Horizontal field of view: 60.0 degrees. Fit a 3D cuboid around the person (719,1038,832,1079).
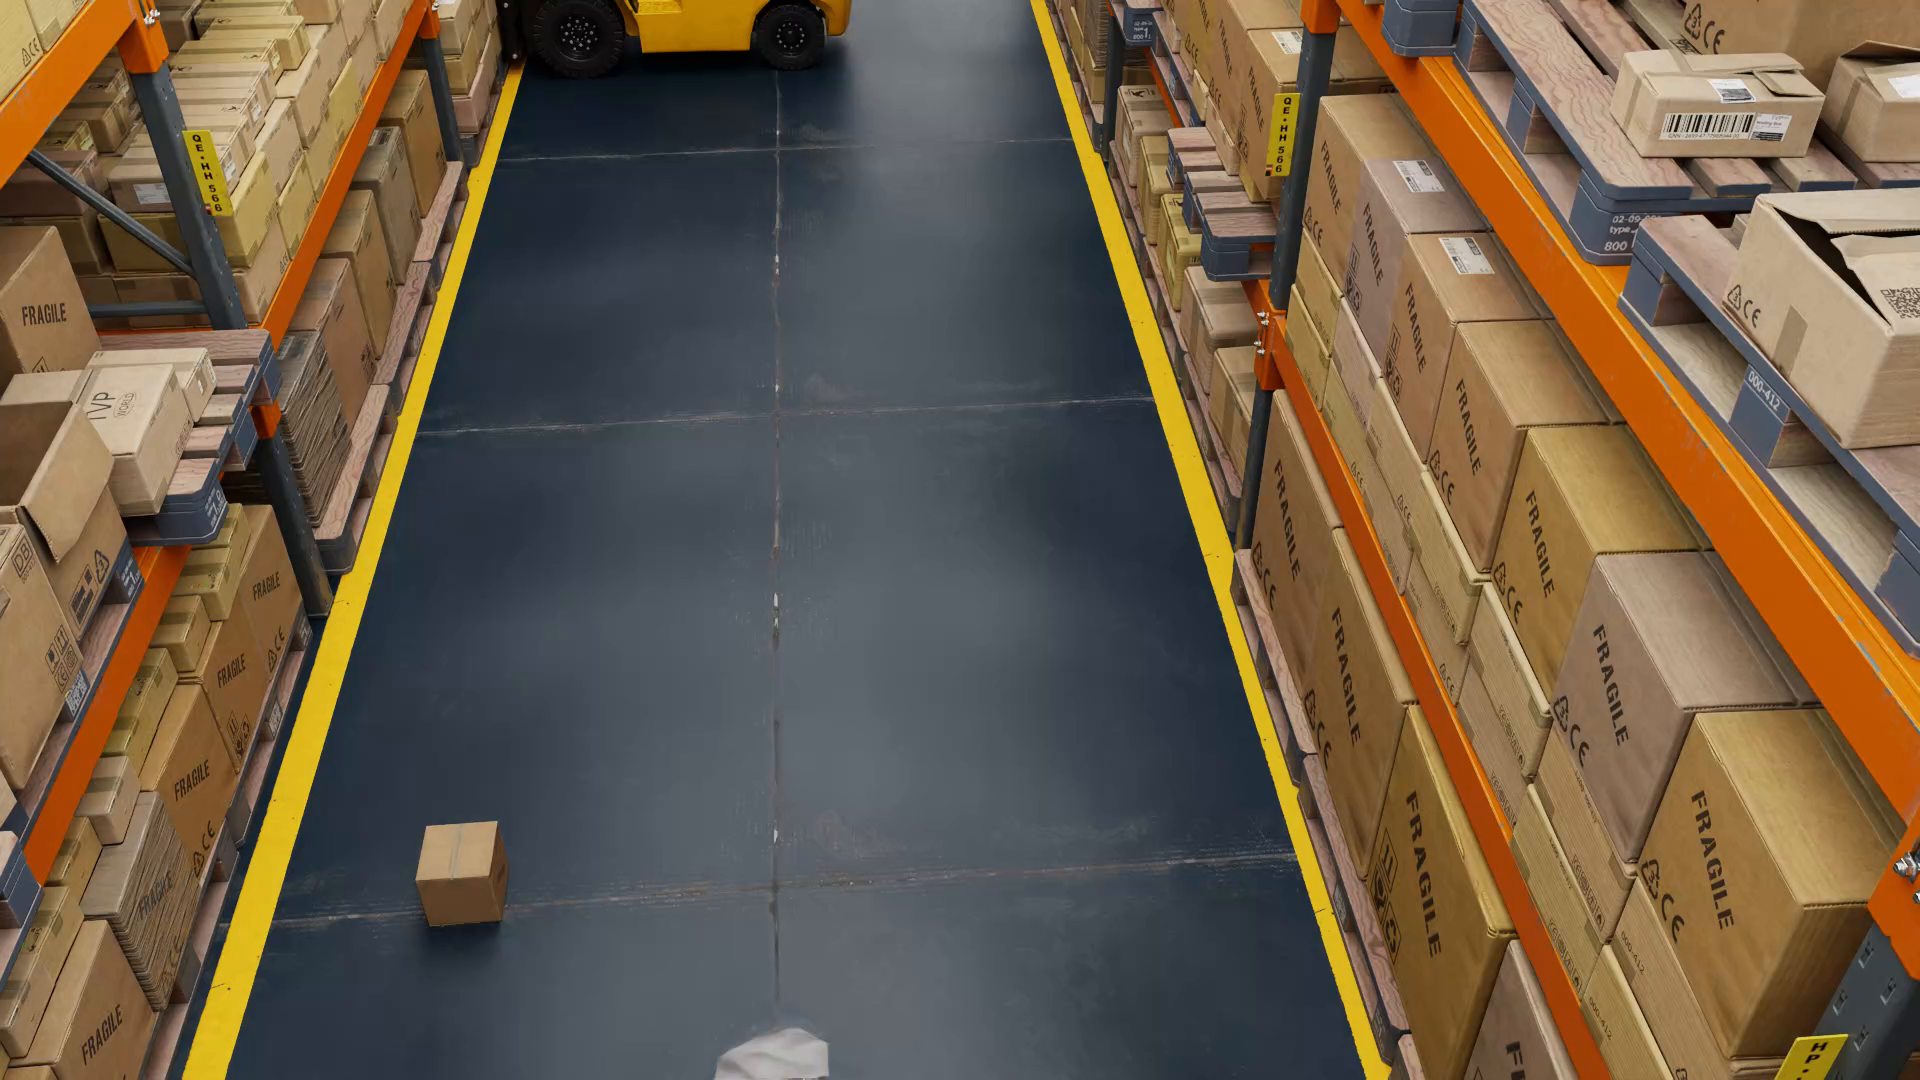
[{"bbox_3d":[-0.355,1.814,3.861,0.568,1.803,0.461,-12,40,-14],"label":"person"}]
